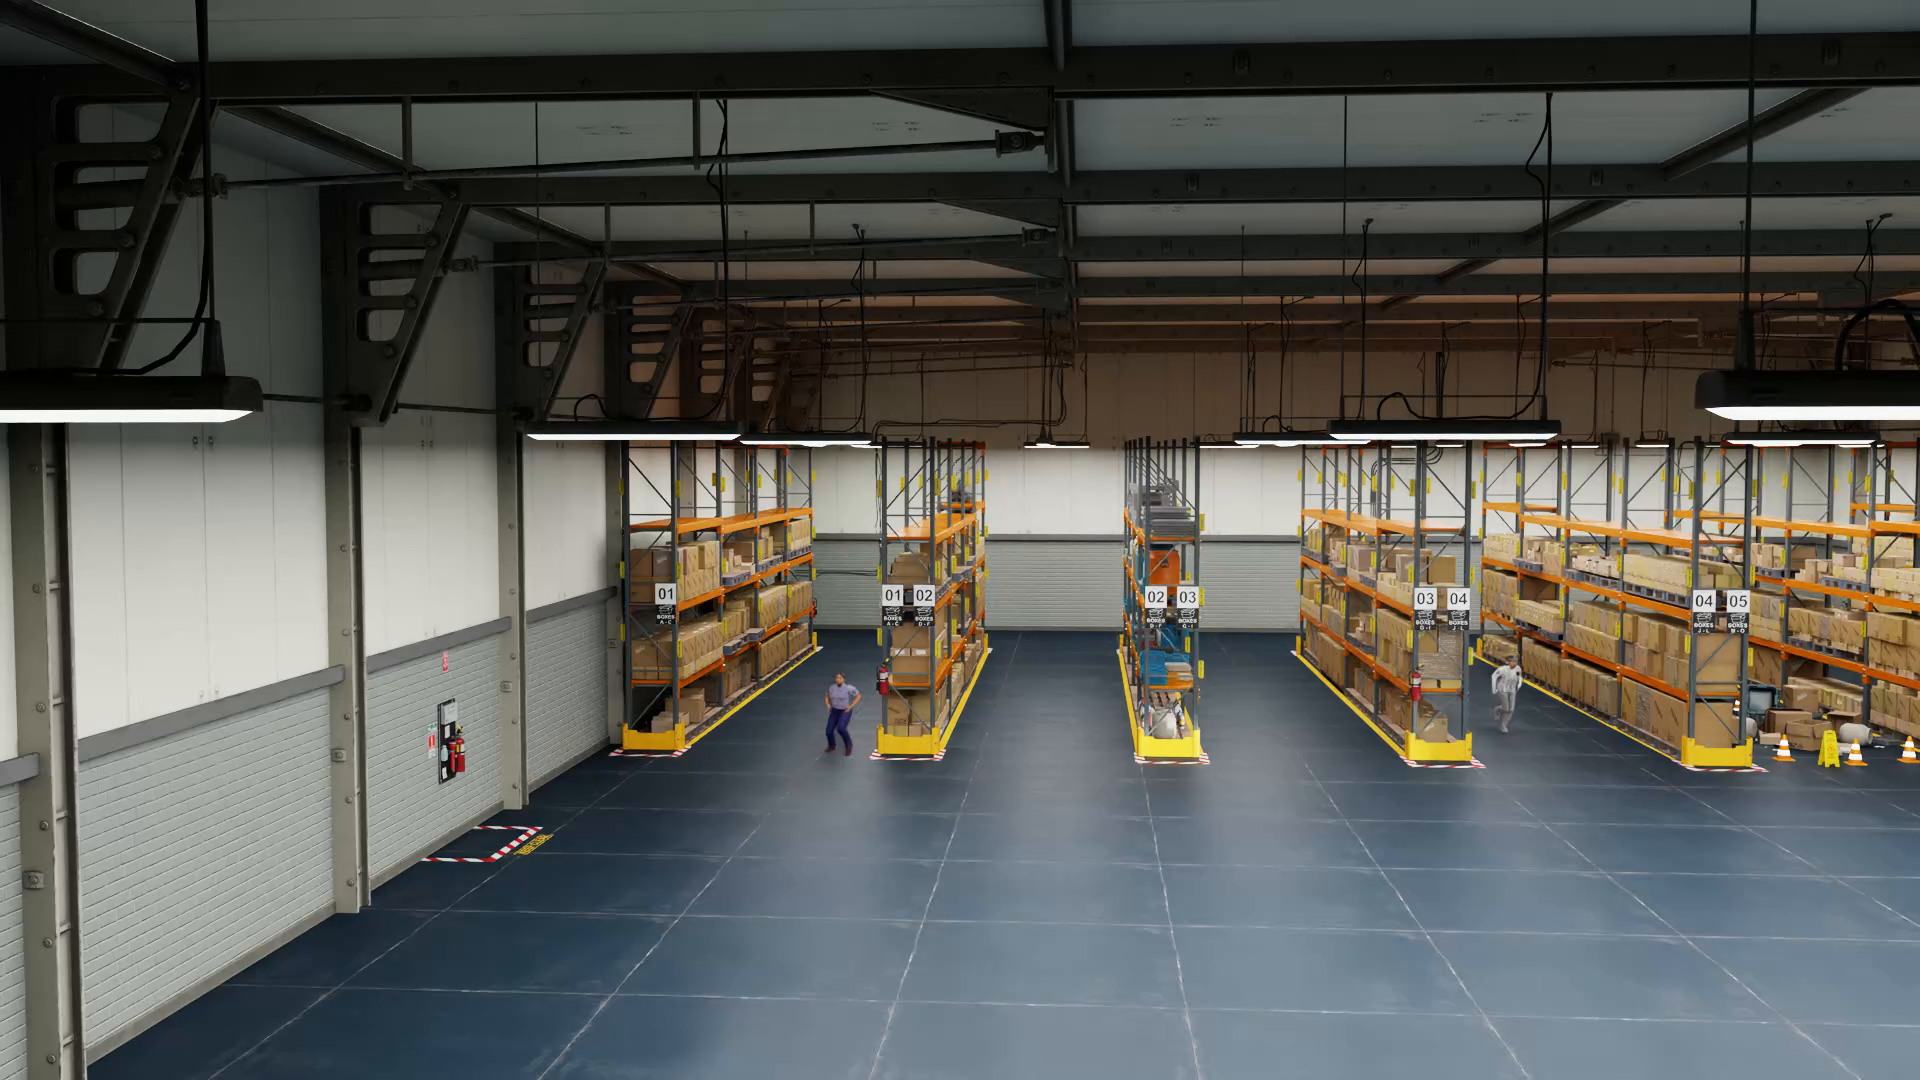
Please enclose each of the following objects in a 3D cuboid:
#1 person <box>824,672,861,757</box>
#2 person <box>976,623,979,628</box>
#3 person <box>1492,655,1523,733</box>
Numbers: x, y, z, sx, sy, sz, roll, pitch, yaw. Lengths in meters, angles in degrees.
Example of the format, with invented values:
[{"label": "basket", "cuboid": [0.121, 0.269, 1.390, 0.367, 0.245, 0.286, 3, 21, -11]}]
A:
[{"label": "person", "cuboid": [-2.257, 3.271, 31.292, 0.760, 1.568, 0.667, 1, 3, 18]}, {"label": "person", "cuboid": [0.270, 2.309, 49.228, 1.031, 1.588, 0.510, 2, 4, 33]}, {"label": "person", "cuboid": [11.177, 3.119, 34.021, 0.610, 1.622, 0.712, -1, 3, -14]}]
